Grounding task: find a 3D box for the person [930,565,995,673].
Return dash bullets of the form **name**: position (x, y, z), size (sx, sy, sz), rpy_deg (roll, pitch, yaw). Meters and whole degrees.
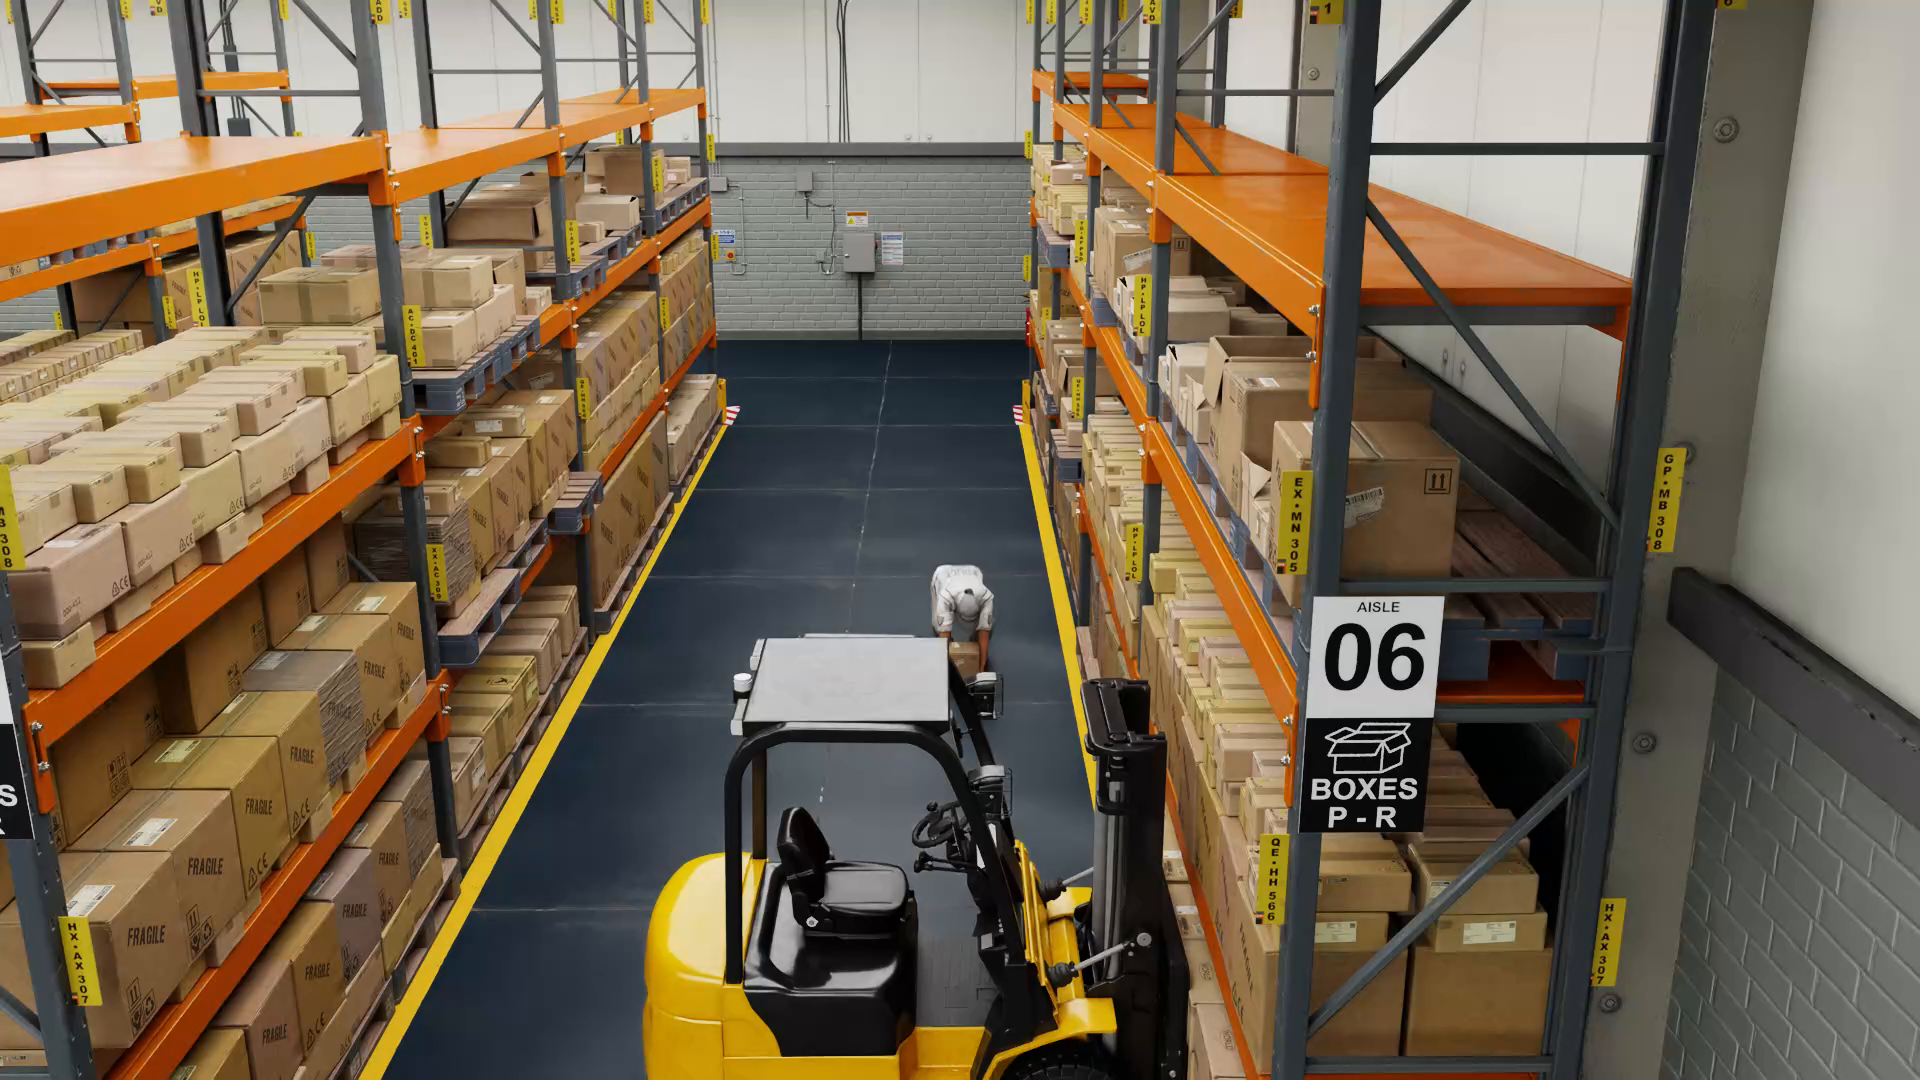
- **person**: position (0.022, 0.627, 13.079), size (0.503, 0.775, 0.939), rpy_deg (-1, 17, -4)
